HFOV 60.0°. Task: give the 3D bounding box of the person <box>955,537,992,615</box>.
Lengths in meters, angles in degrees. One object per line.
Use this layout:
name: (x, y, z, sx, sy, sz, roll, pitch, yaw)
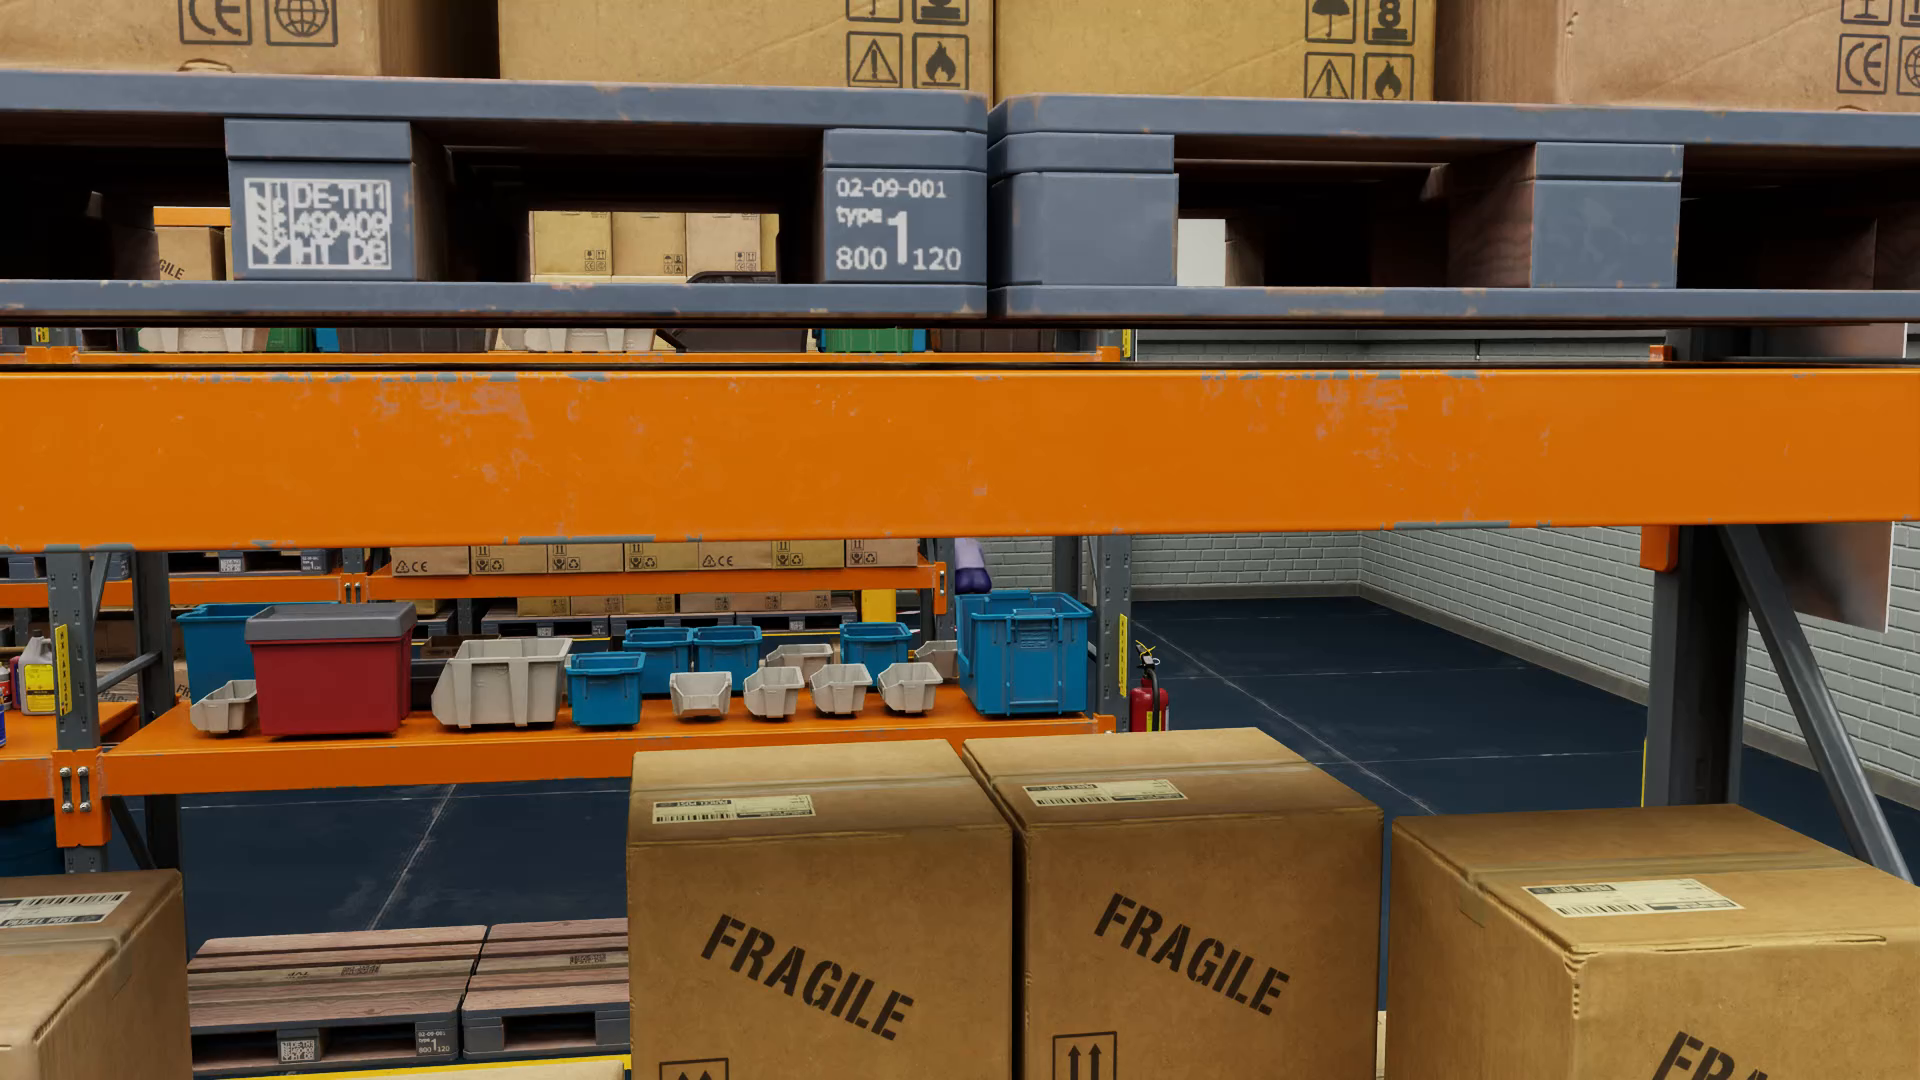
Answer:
person: (0.052, 0.327, 17.802, 0.529, 0.925, 0.838, -1, 7, -11)
